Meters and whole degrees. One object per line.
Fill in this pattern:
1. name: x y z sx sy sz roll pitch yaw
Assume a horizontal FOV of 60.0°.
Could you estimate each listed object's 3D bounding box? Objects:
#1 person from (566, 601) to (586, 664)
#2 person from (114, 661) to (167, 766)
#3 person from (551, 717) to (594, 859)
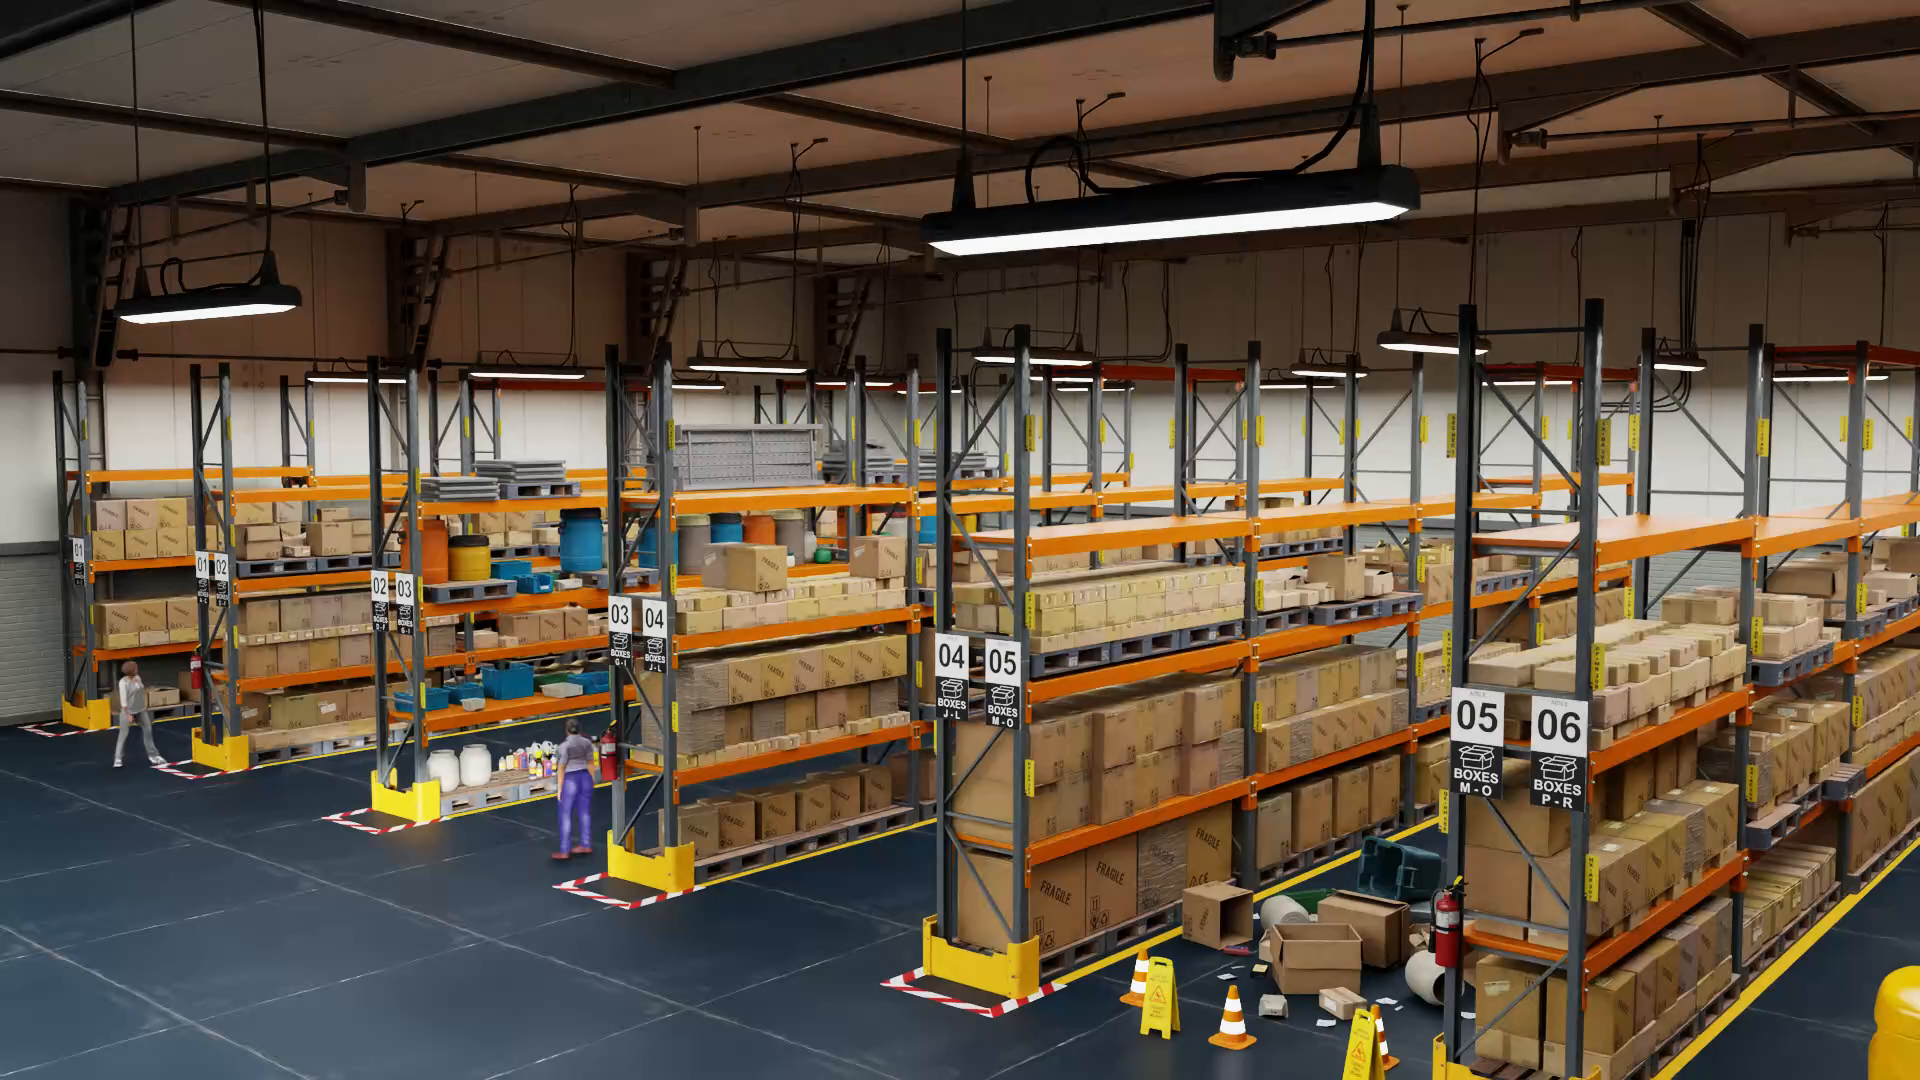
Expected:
1. person: -7.601 1.930 32.867 0.623 1.794 0.571 -2 5 -25
2. person: -12.305 2.582 24.833 0.586 1.599 0.582 2 5 26
3. person: -4.565 2.918 19.677 0.407 1.656 0.525 3 5 40
